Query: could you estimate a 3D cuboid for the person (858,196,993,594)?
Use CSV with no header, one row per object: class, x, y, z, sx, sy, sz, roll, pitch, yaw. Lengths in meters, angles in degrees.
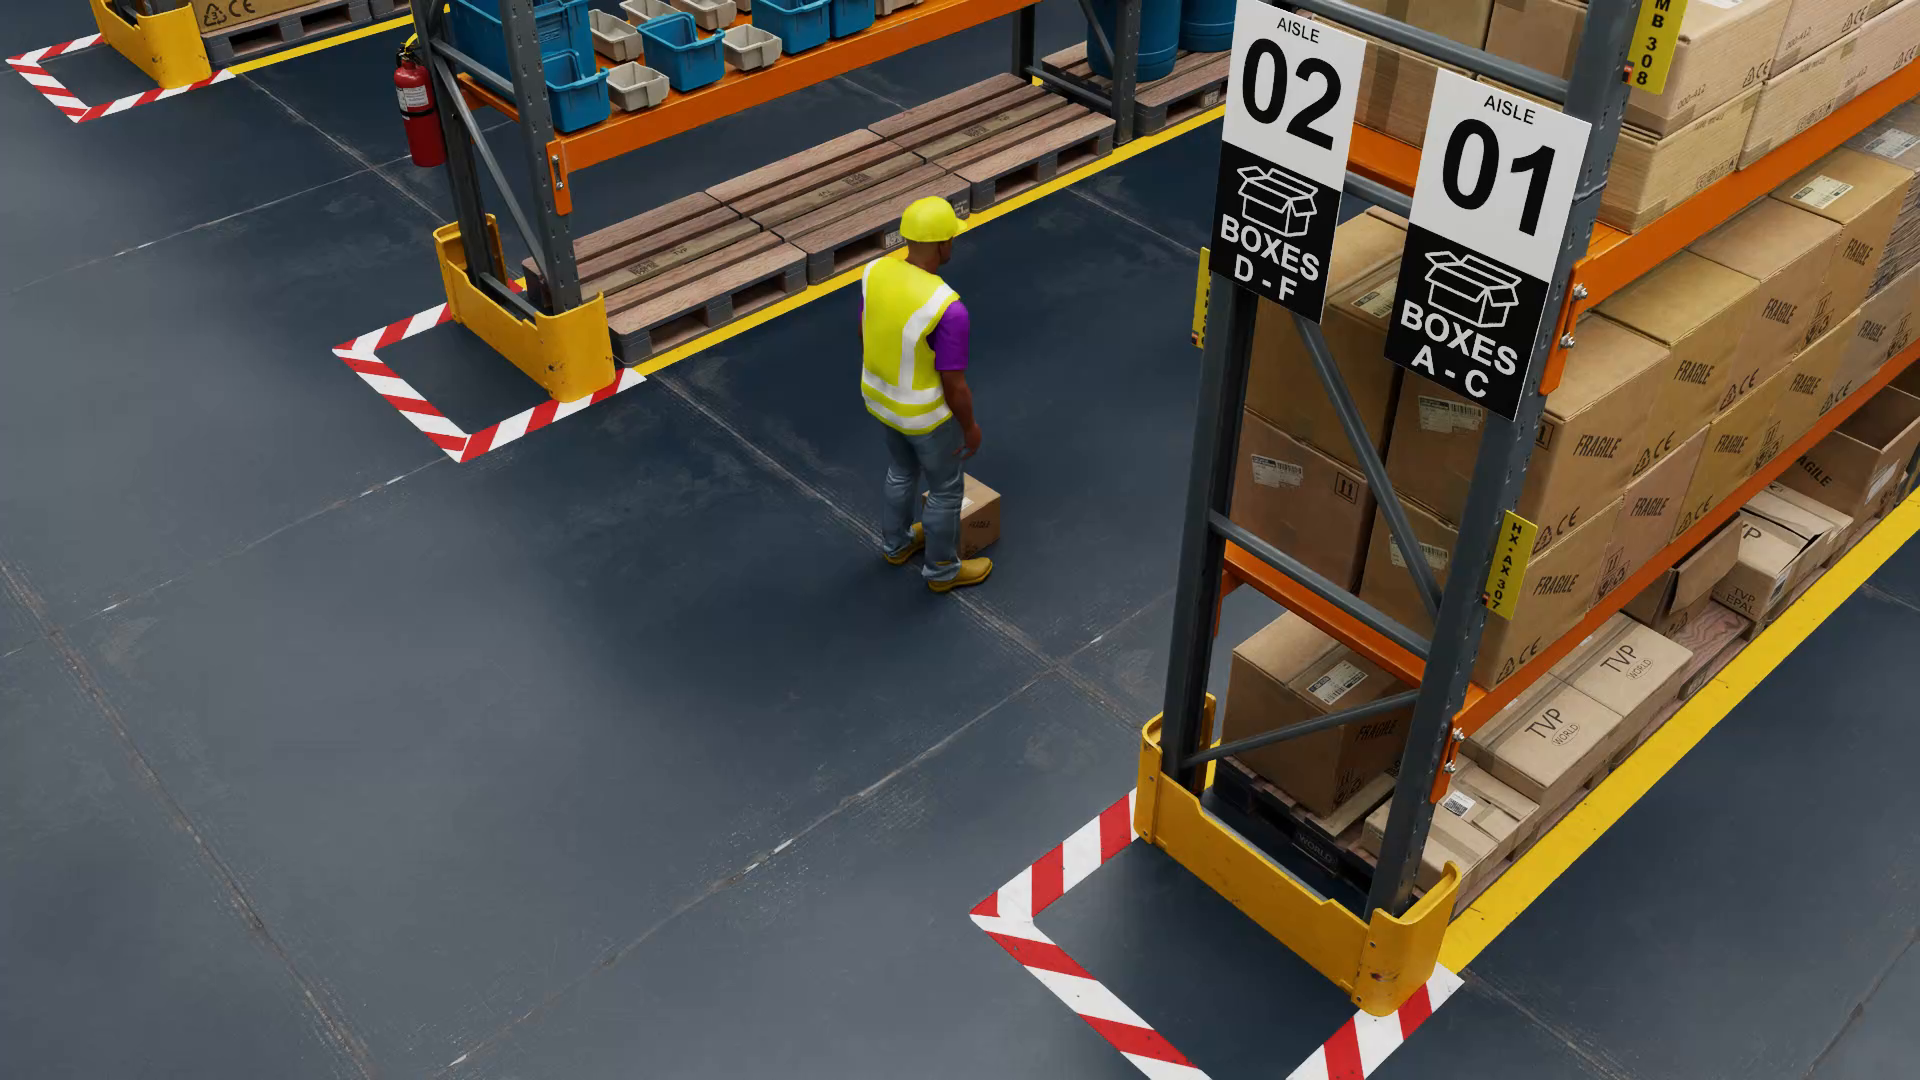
person,-0.151,-0.579,6.844,0.461,1.756,0.627,-30,48,-31
